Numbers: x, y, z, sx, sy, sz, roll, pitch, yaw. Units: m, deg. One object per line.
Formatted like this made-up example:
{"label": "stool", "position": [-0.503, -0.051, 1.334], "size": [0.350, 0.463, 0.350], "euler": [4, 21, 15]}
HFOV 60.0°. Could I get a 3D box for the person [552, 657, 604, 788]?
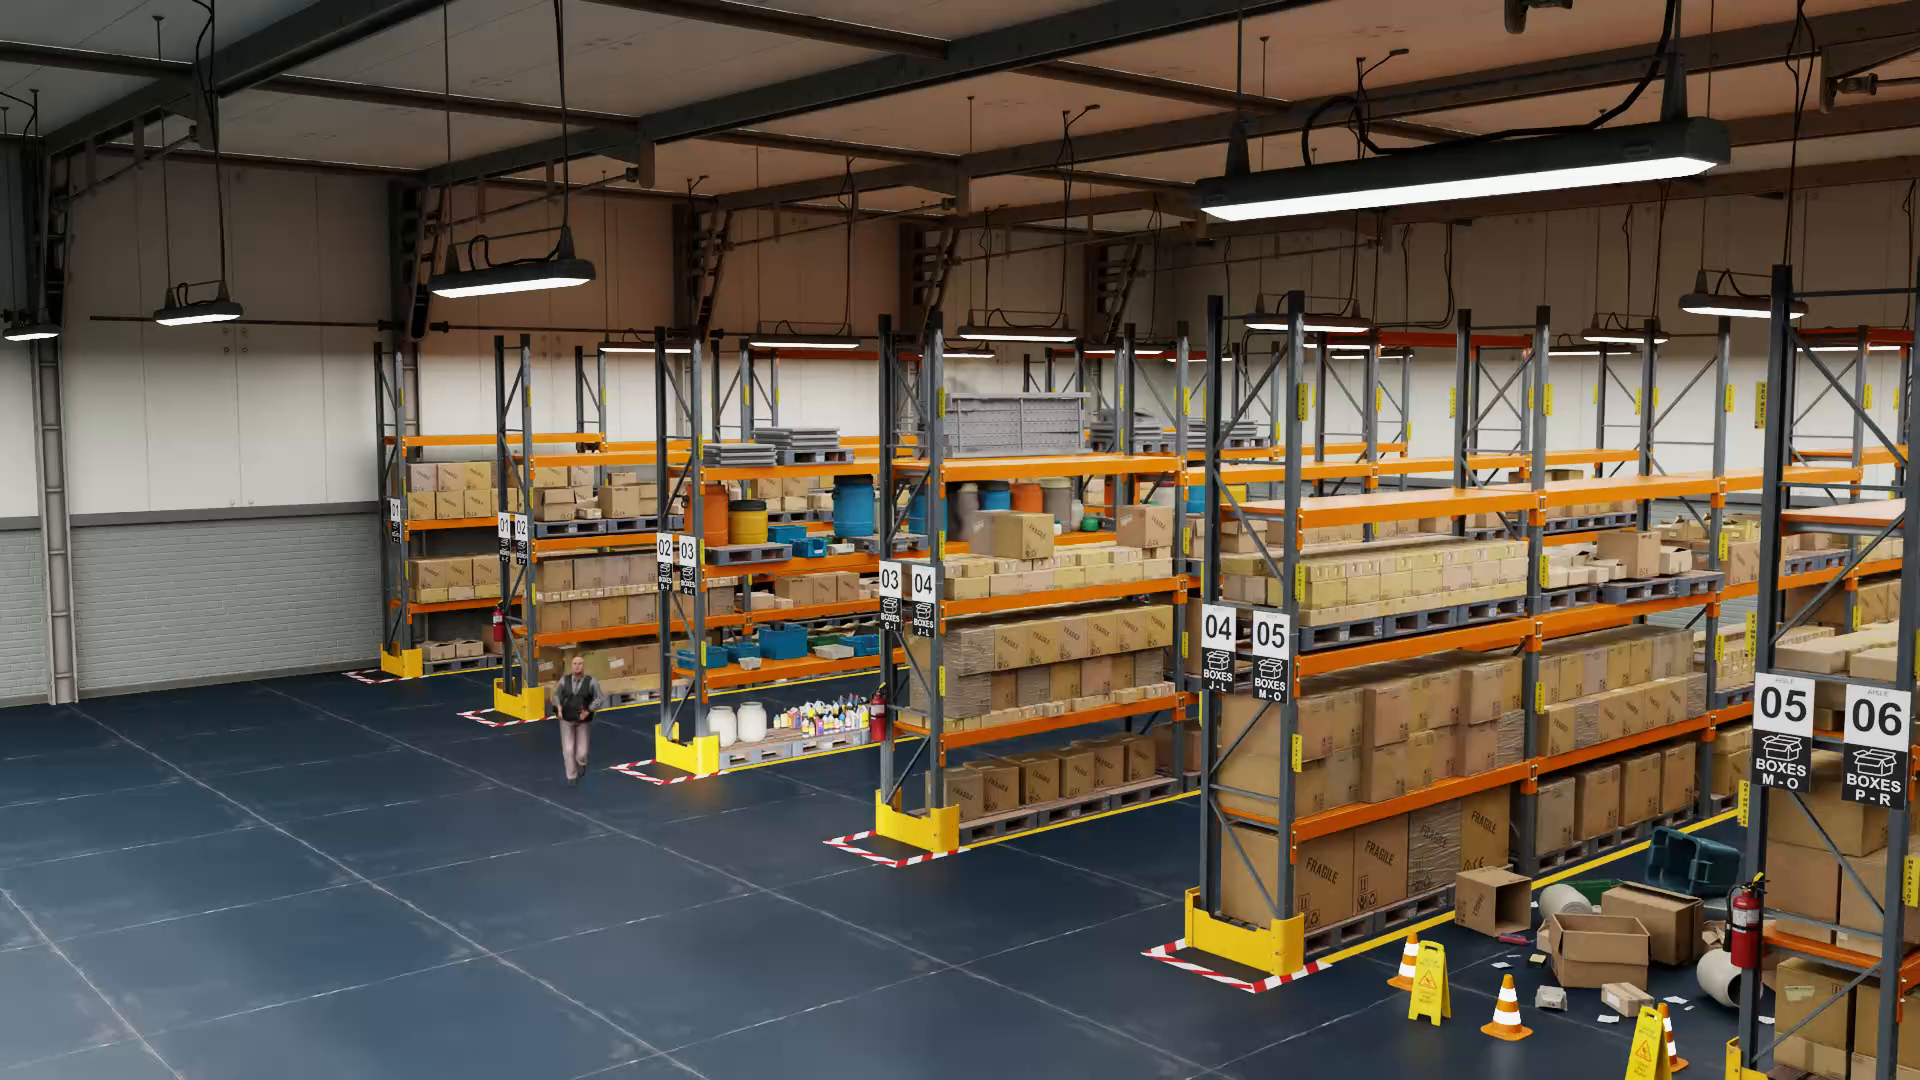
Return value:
{"label": "person", "position": [-5.001, 2.370, 21.789], "size": [0.673, 1.698, 0.635], "euler": [-1, 5, -6]}
